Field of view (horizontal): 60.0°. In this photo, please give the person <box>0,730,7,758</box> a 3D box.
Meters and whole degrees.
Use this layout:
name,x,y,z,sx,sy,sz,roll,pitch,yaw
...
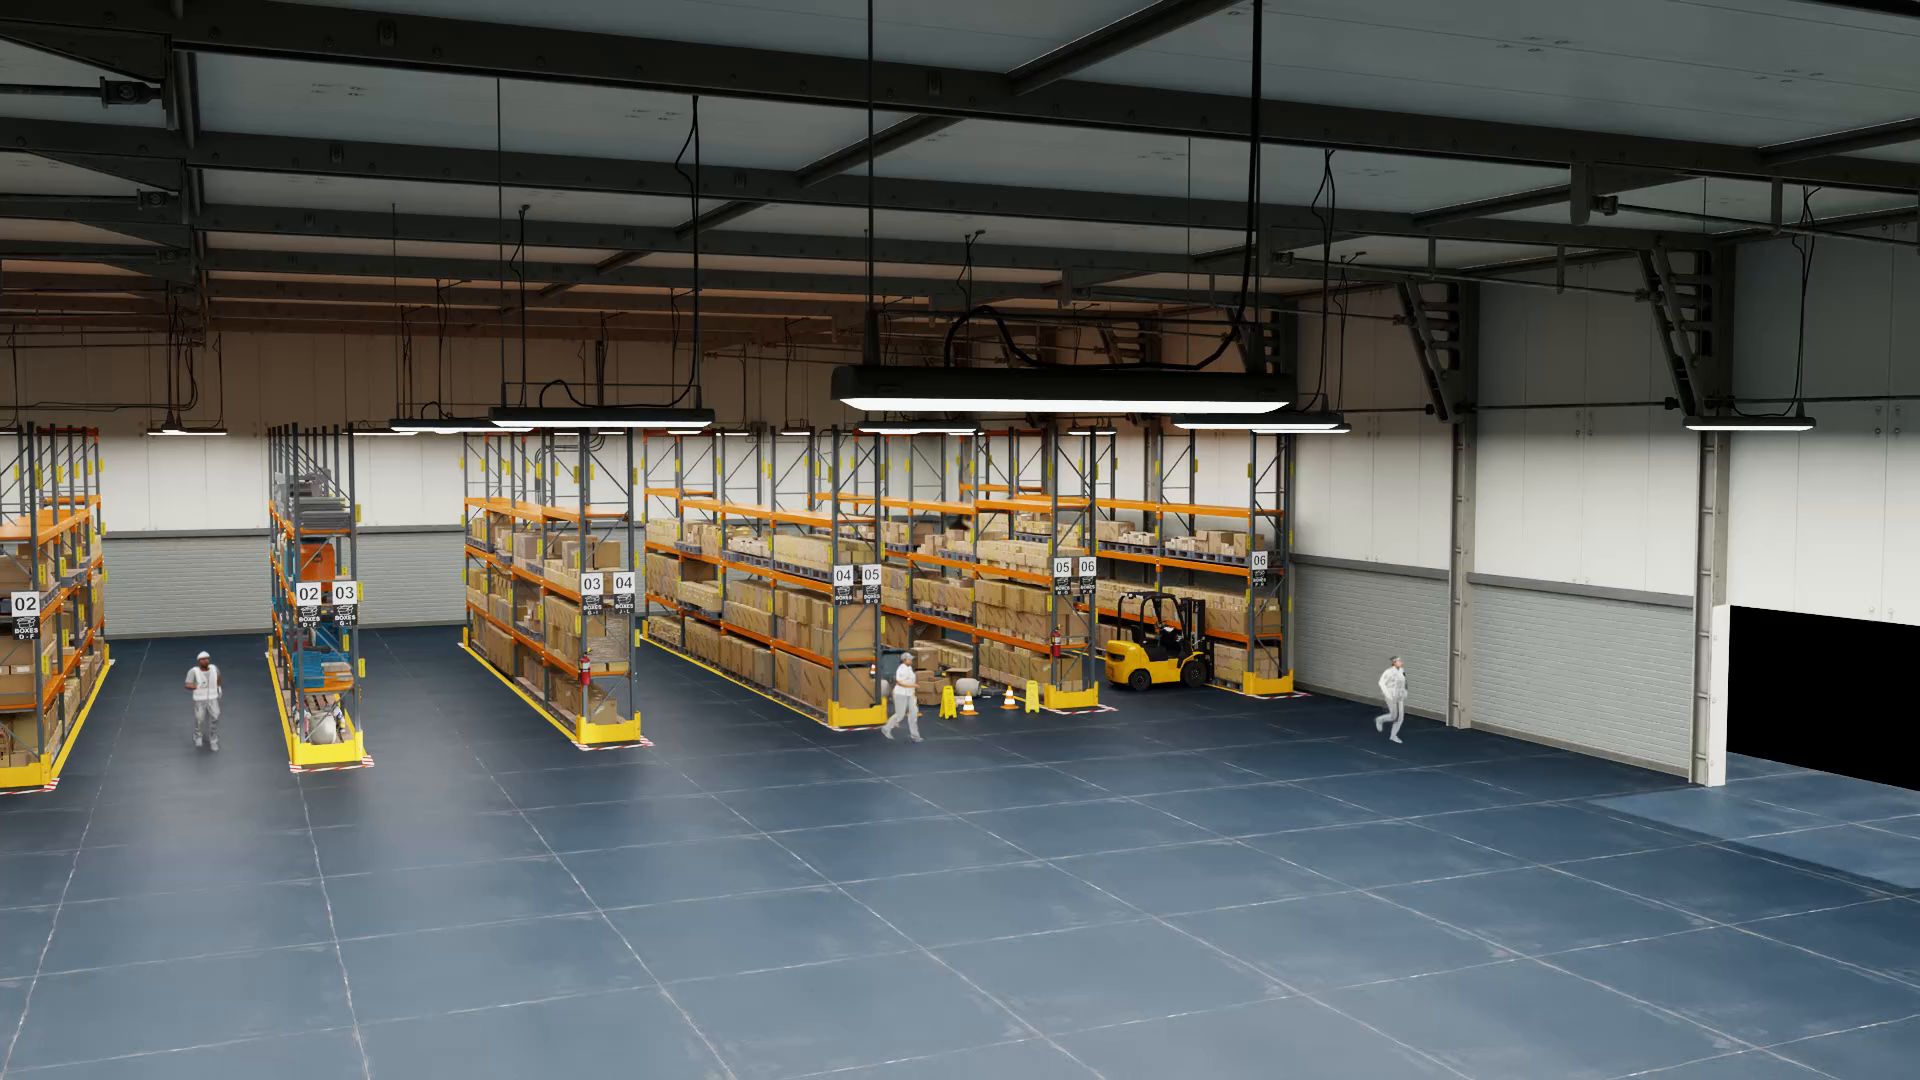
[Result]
name,x,y,z,sx,sy,sz,roll,pitch,yaw
person,-15.386,3.259,26.199,0.638,1.731,0.715,0,3,4

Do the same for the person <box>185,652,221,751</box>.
name,x,y,z,sx,sy,sz,roll,pitch,yaw
person,-13.854,2.969,30.506,0.686,1.852,0.780,-3,4,-39

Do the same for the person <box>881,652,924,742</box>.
name,x,y,z,sx,sy,sz,roll,pitch,yaw
person,-1.076,2.973,31.455,0.819,1.706,0.624,1,4,20

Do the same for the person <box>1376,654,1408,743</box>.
name,x,y,z,sx,sy,sz,roll,pitch,yaw
person,8.211,2.979,31.575,0.641,1.662,0.633,-2,4,-34
